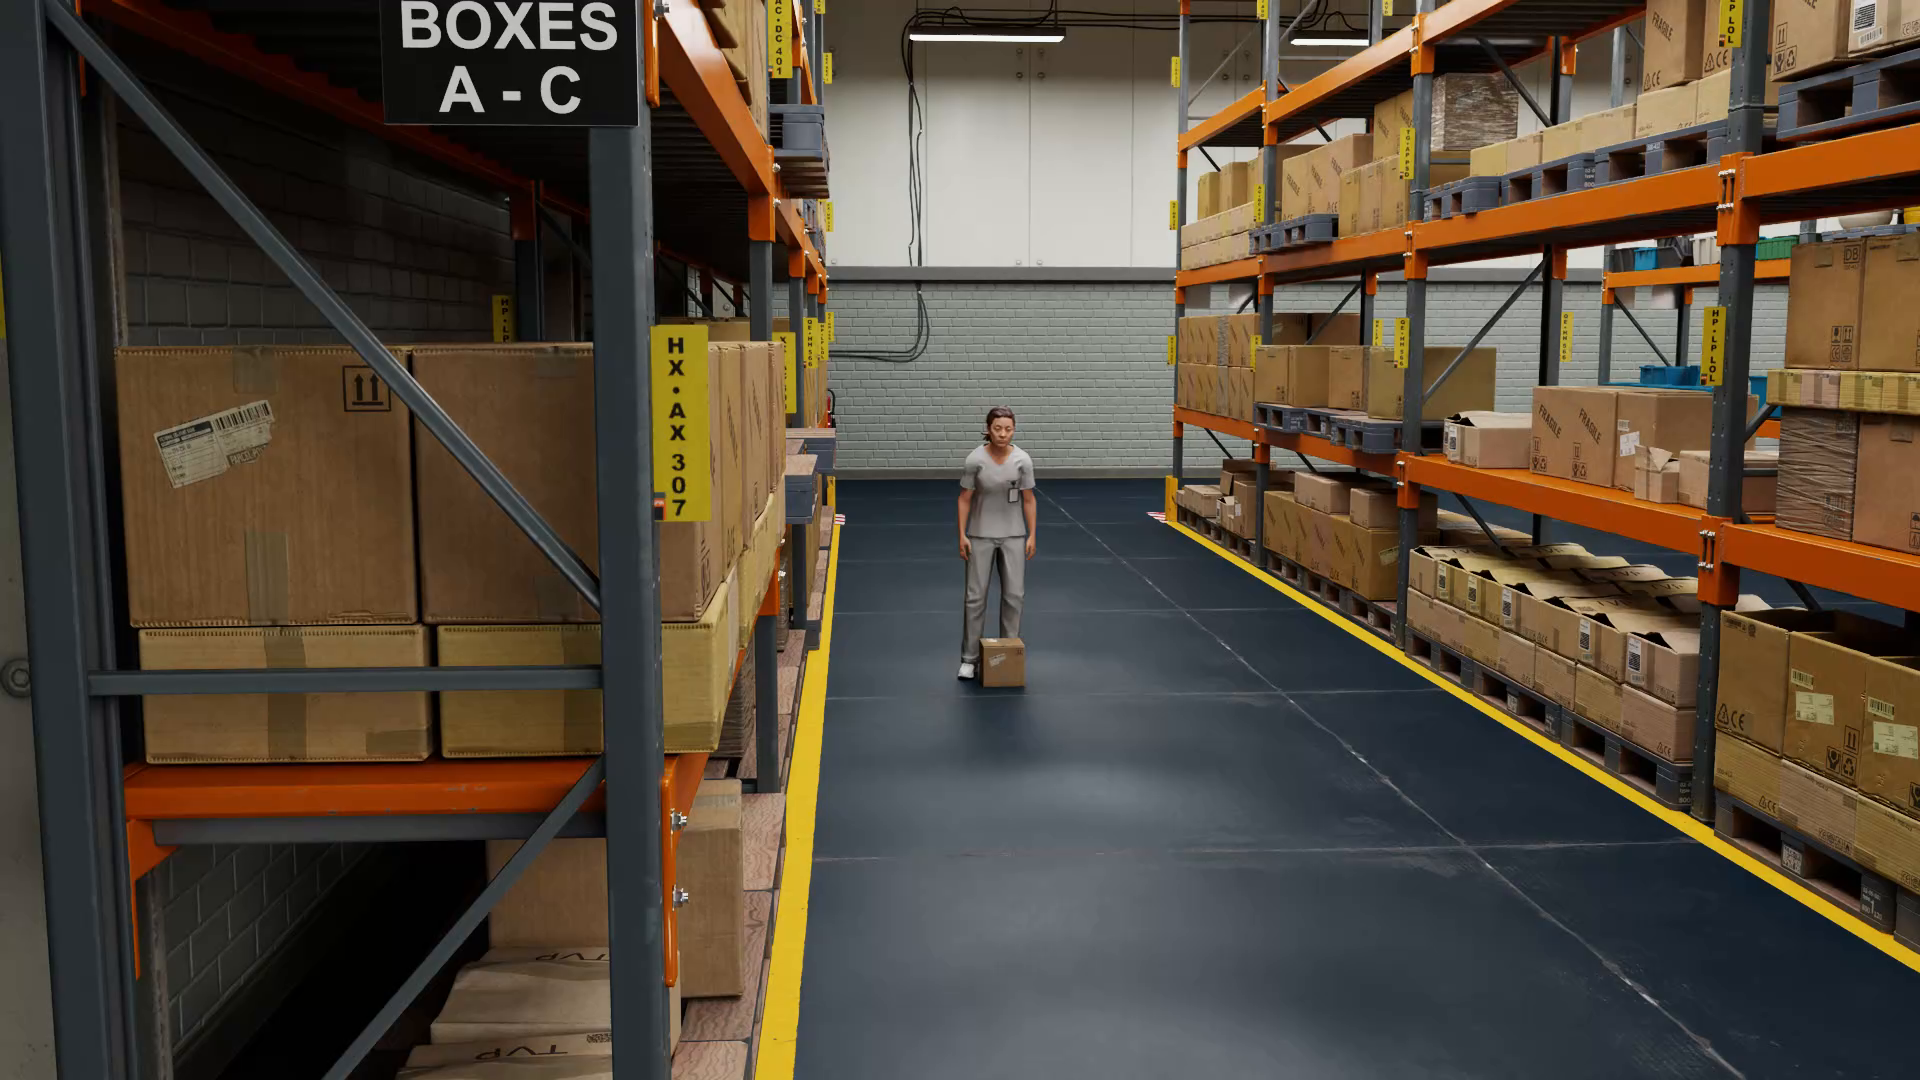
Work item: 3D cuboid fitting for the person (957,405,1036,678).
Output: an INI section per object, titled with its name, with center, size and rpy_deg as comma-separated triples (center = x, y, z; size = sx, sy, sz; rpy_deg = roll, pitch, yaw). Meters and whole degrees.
[person]
center = 0.228, 0.007, 10.196
size = 0.496, 1.672, 0.405
rpy_deg = -1, 7, -5
